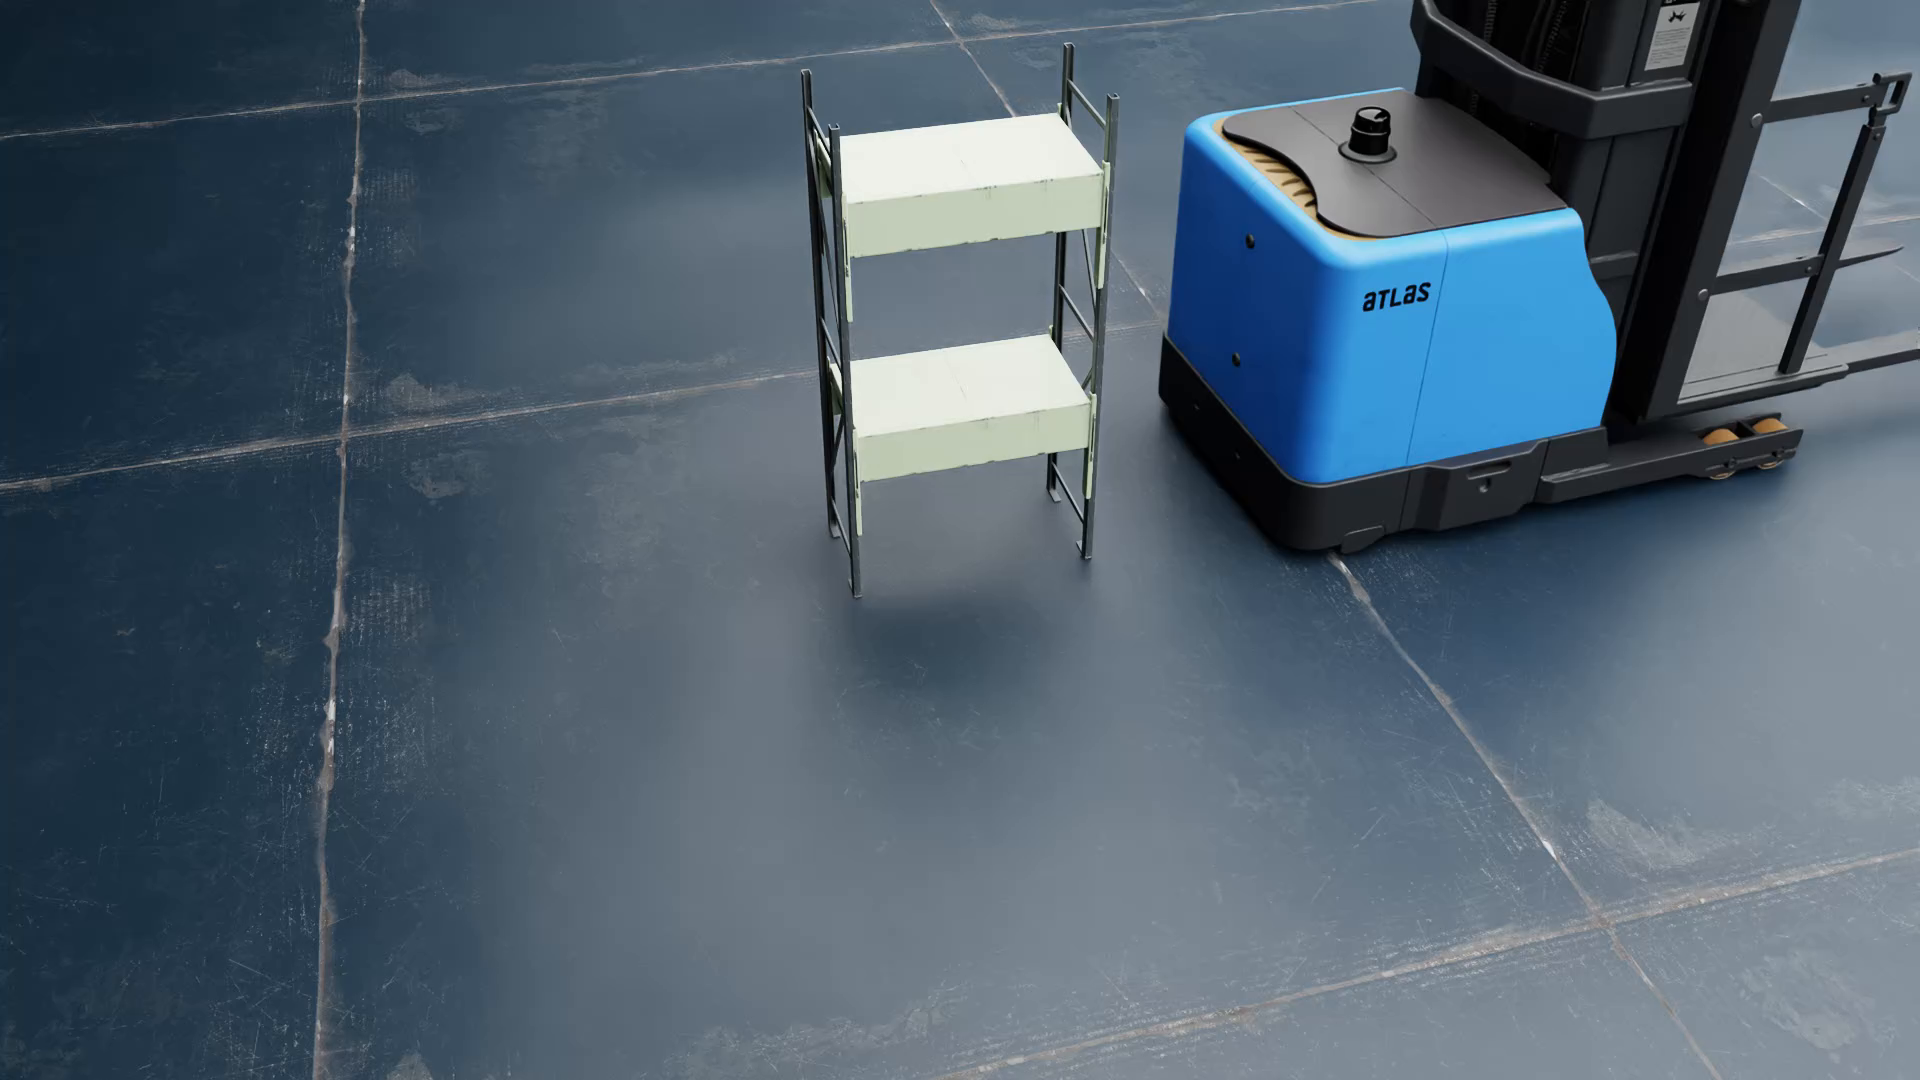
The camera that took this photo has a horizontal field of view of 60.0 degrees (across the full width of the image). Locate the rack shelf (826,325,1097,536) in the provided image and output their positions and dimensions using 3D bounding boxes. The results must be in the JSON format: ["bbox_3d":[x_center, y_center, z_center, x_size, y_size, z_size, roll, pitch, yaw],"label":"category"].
[{"bbox_3d":[-0.006,-0.336,4.991,0.720,0.370,0.431,-9,38,-12],"label":"rack shelf"}]

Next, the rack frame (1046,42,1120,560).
[{"bbox_3d":[0.347,-0.653,4.869,0.023,1.500,0.400,-9,38,-12],"label":"rack frame"}]

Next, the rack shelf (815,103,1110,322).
[{"bbox_3d":[-0.006,-0.905,4.556,0.720,0.370,0.431,-9,38,-12],"label":"rack shelf"}]

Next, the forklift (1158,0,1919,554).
[{"bbox_3d":[2.265,-1.656,5.002,3.031,2.935,1.130,-12,39,-15],"label":"forklift"}]

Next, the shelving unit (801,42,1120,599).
[{"bbox_3d":[-0.006,-0.595,4.793,0.755,1.500,0.431,-9,38,-12],"label":"shelving unit"}]

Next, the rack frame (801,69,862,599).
[{"bbox_3d":[-0.360,-0.537,4.717,0.023,1.500,0.400,-9,38,-12],"label":"rack frame"}]
